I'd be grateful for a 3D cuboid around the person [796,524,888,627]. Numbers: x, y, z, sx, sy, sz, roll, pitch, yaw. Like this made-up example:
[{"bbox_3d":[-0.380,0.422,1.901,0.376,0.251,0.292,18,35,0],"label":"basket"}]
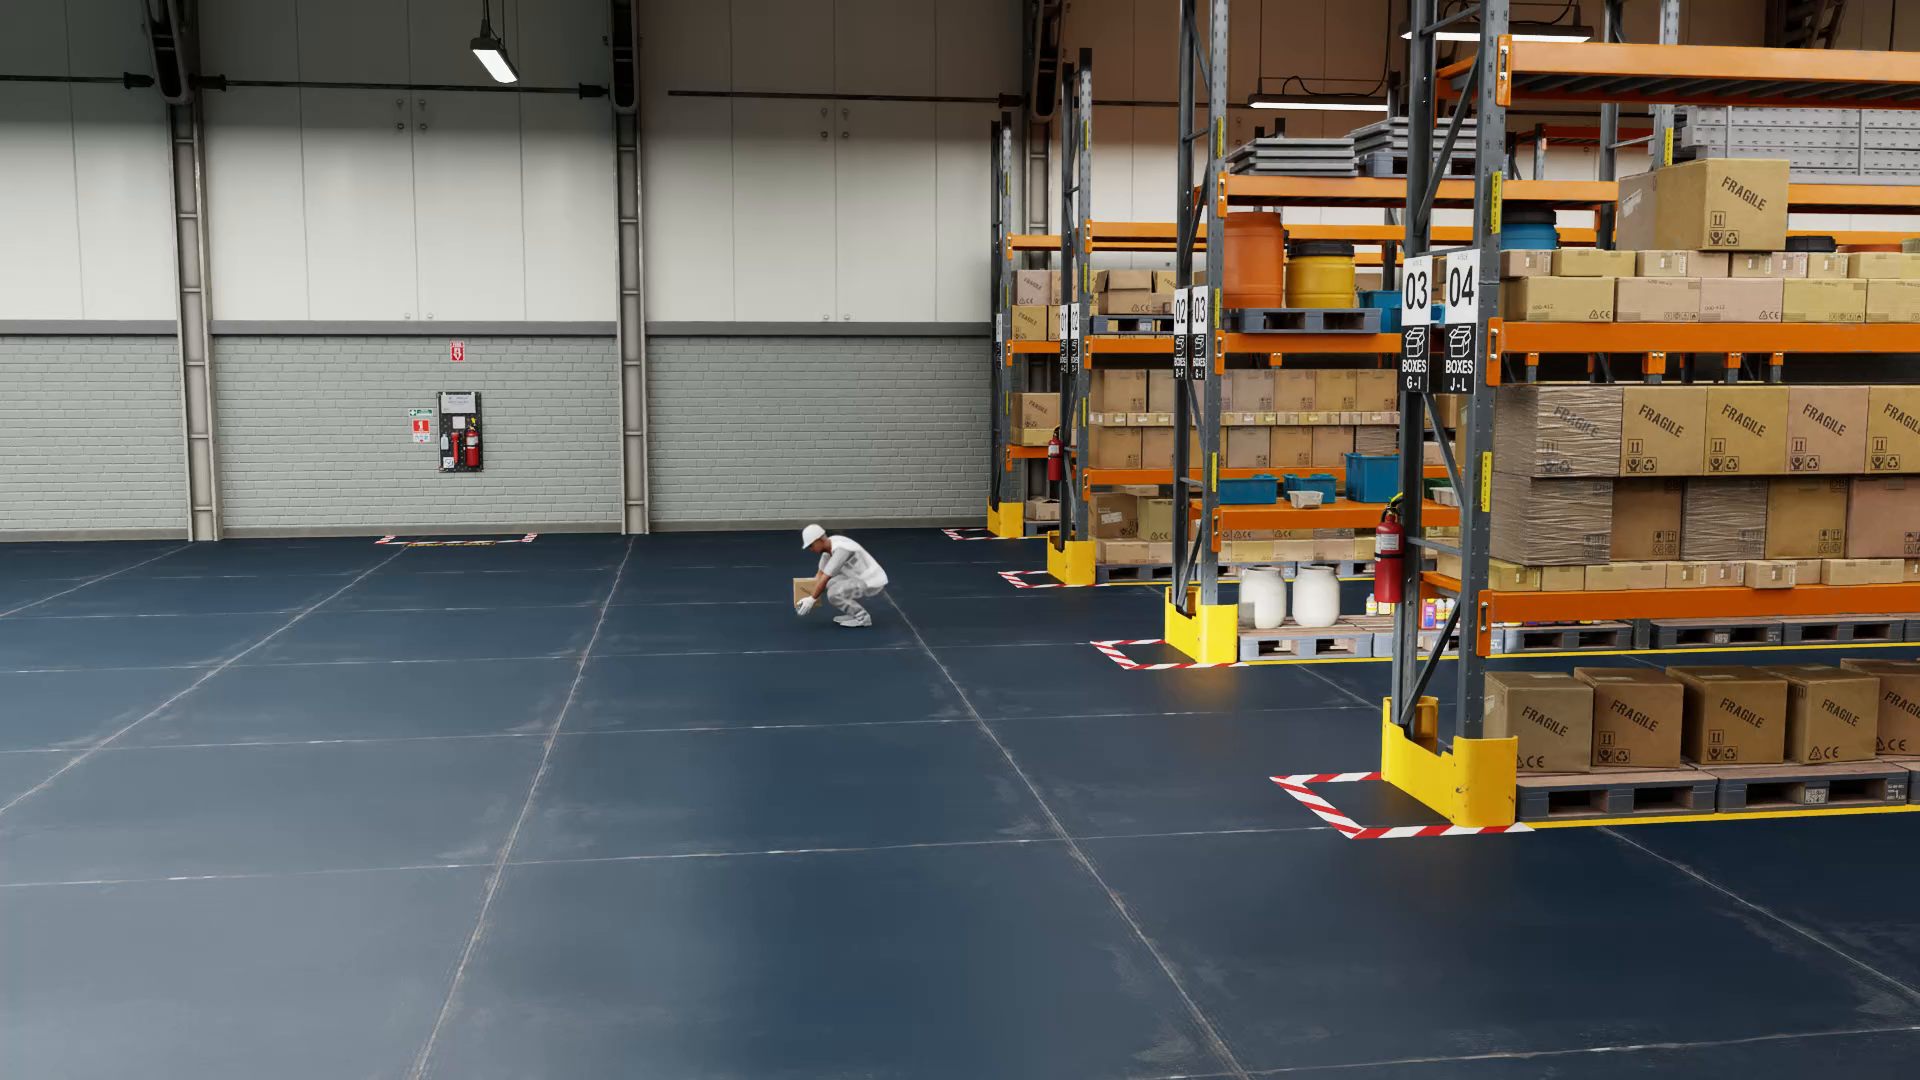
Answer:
[{"bbox_3d":[-1.153,0.339,16.158,0.893,1.000,0.559,-1,6,-9],"label":"person"}]
